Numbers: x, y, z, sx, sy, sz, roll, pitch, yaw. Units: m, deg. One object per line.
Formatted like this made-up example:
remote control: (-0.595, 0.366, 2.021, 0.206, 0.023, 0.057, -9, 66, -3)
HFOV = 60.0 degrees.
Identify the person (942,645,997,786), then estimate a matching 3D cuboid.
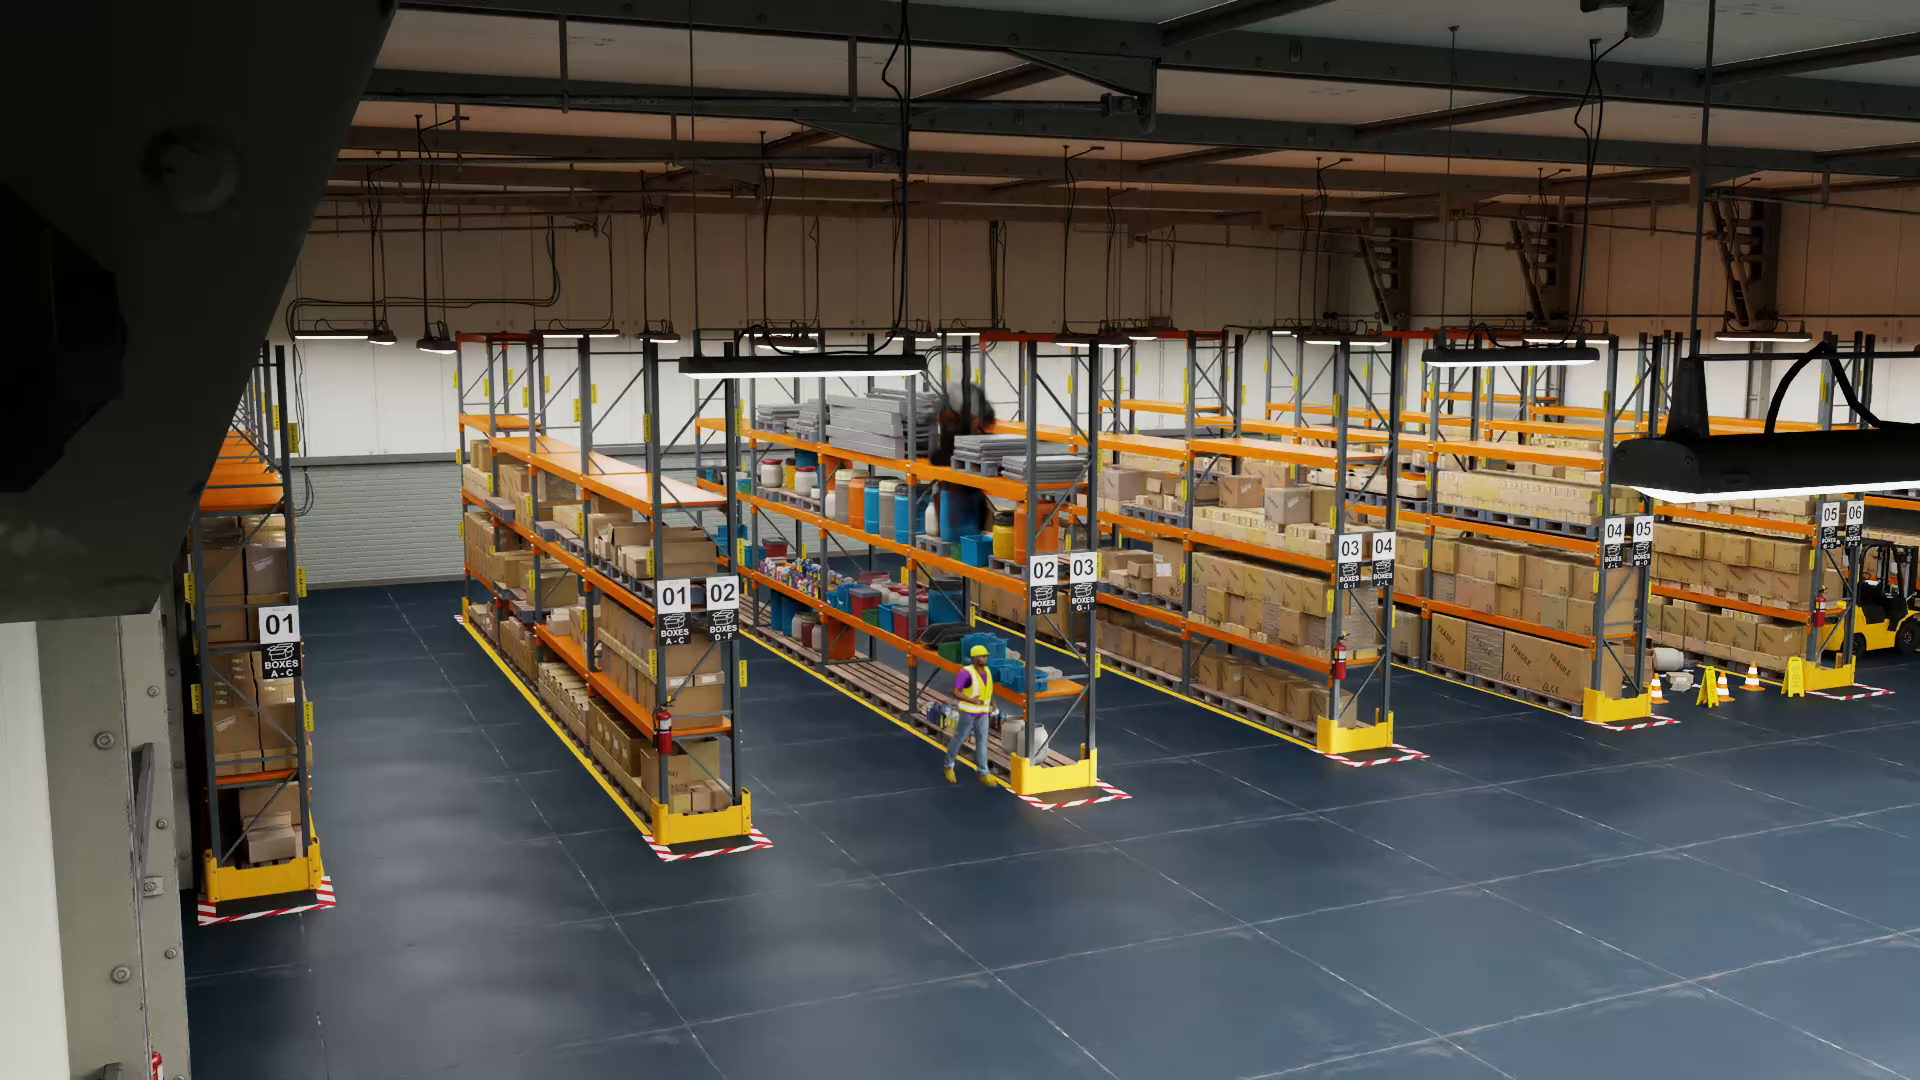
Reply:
person: (0.222, 2.265, 21.599, 0.731, 1.811, 0.840, -7, 10, -43)

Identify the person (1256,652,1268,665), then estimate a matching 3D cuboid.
person: (5.606, 1.453, 30.248, 0.597, 1.659, 0.605, -4, 9, -28)
